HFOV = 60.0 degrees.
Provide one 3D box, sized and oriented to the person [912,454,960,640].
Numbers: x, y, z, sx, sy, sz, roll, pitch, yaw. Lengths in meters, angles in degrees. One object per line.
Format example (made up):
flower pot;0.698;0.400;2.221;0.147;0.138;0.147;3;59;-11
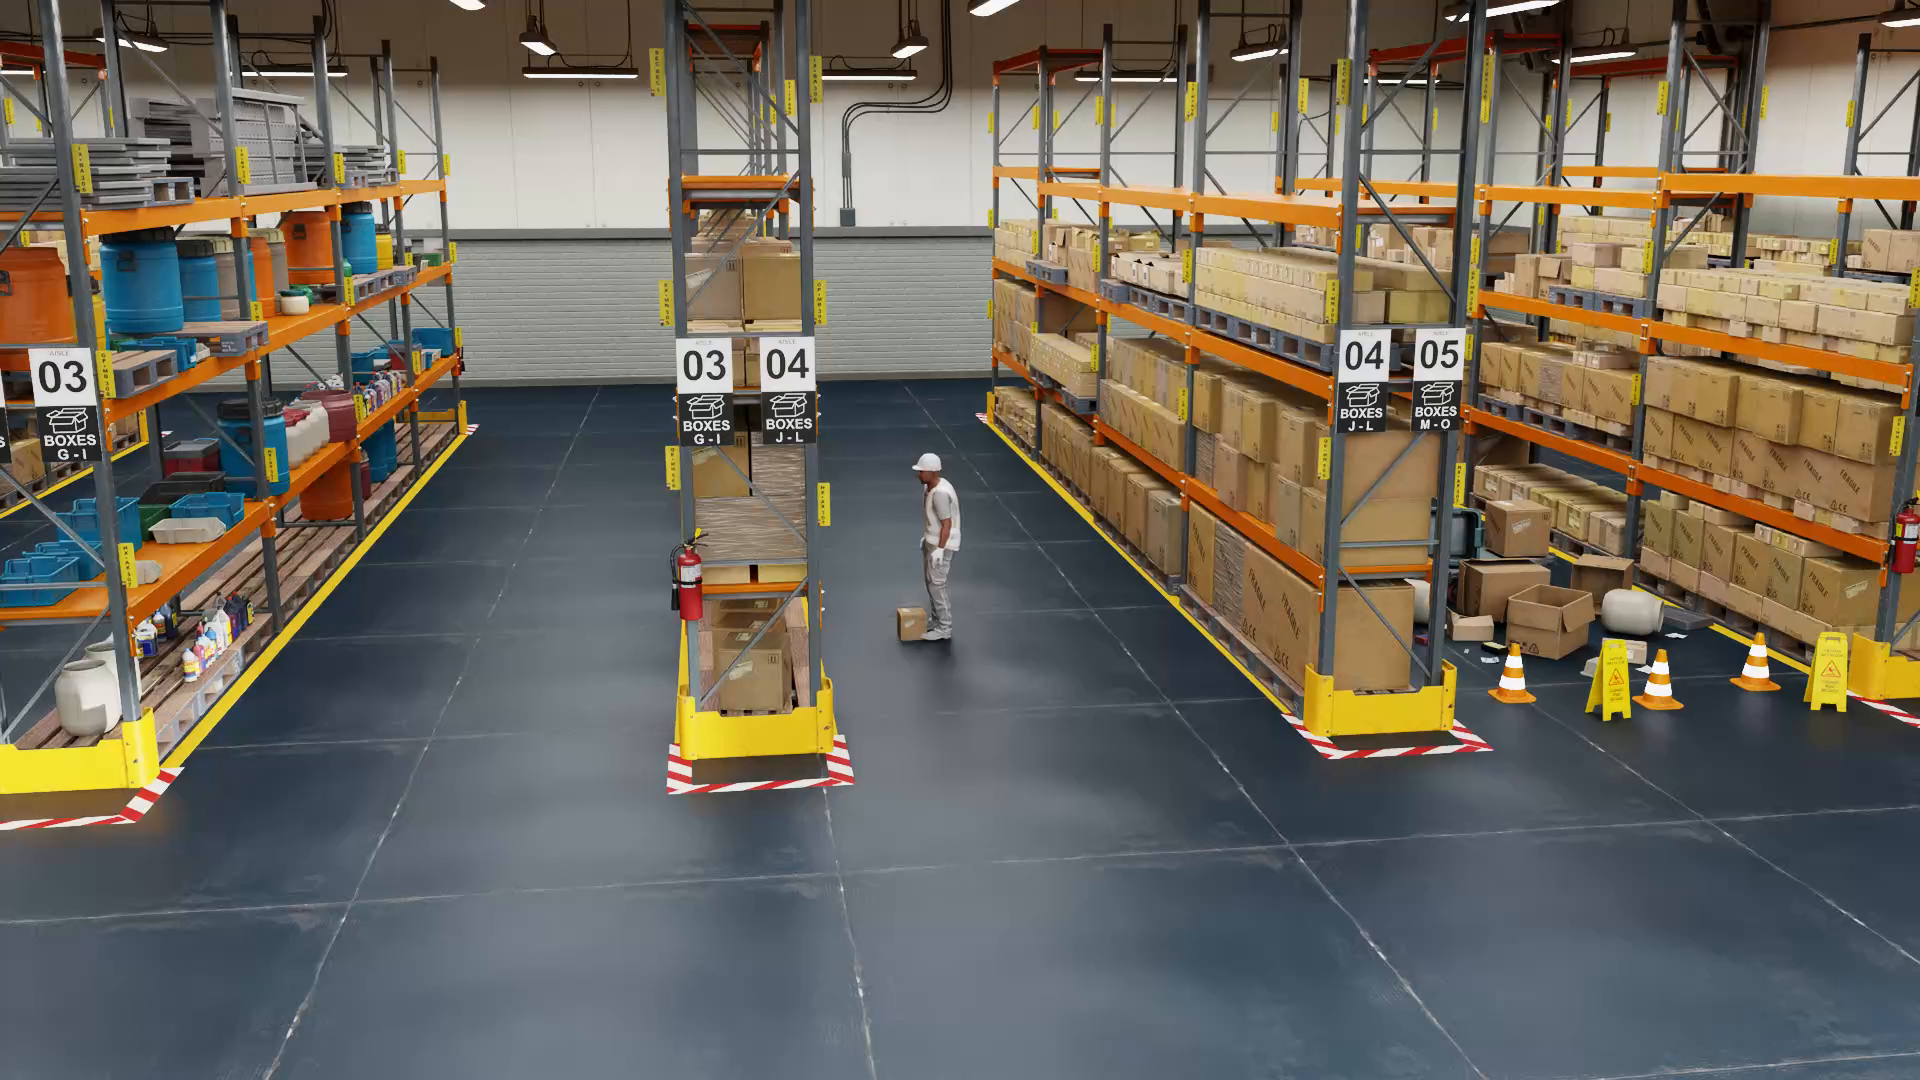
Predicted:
person;-0.231;0.053;15.727;0.443;1.776;0.631;-3;13;-11
